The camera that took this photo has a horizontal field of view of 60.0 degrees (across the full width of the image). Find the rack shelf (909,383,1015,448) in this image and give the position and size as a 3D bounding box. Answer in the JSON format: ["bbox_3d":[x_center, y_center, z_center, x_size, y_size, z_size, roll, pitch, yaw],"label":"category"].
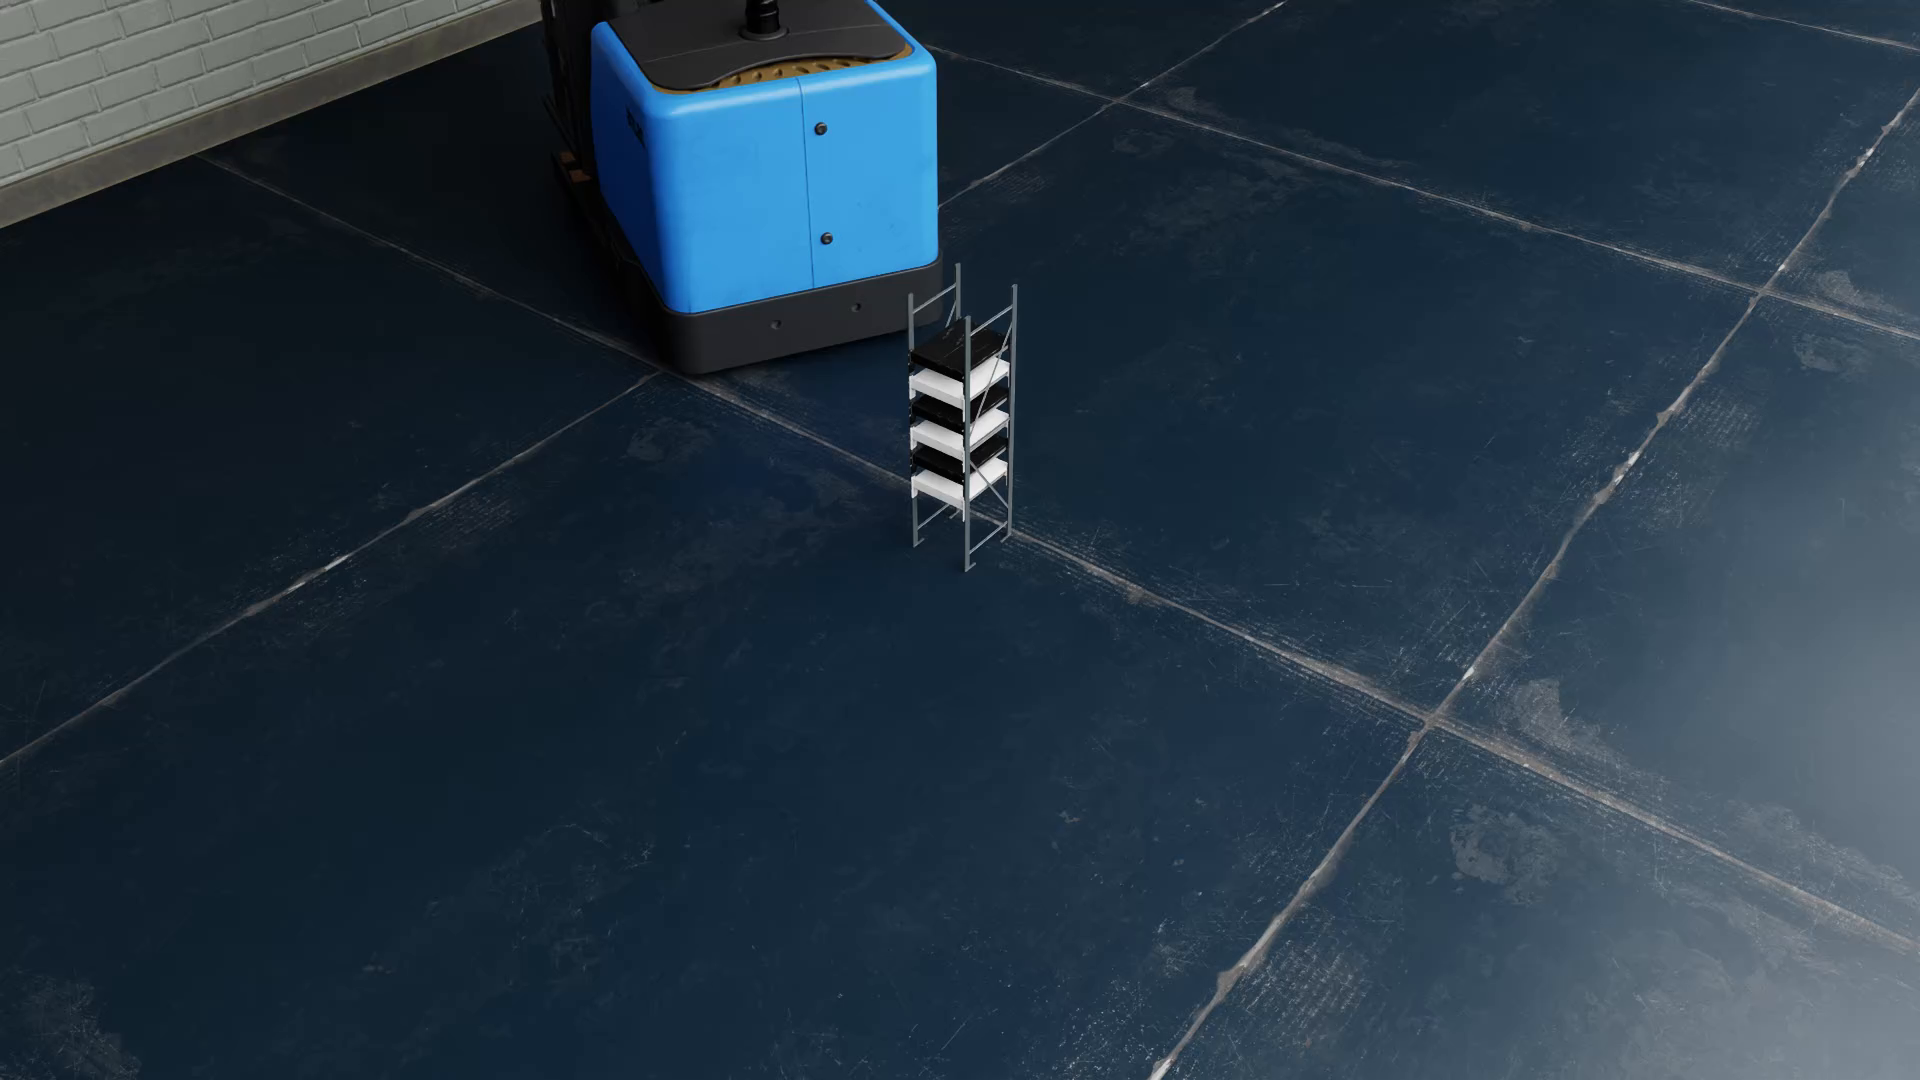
[{"bbox_3d":[0.006,-0.396,4.934,0.200,0.077,0.258,25,45,29],"label":"rack shelf"}]

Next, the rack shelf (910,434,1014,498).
[{"bbox_3d":[0.006,-0.254,5.045,0.200,0.077,0.258,25,45,29],"label":"rack shelf"}]

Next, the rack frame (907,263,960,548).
[{"bbox_3d":[-0.074,-0.389,5.017,0.006,0.900,0.240,25,45,29],"label":"rack frame"}]

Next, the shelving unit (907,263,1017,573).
[{"bbox_3d":[0.006,-0.351,4.969,0.210,0.900,0.258,25,45,29],"label":"shelving unit"}]

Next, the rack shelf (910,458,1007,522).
[{"bbox_3d":[0.006,-0.183,5.100,0.200,0.077,0.258,25,45,29],"label":"rack shelf"}]

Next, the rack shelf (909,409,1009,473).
[{"bbox_3d":[0.006,-0.325,4.989,0.200,0.077,0.258,25,45,29],"label":"rack shelf"}]

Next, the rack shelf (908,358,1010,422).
[{"bbox_3d":[0.006,-0.467,4.878,0.200,0.077,0.258,25,45,29],"label":"rack shelf"}]

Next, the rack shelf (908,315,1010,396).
[{"bbox_3d":[0.006,-0.538,4.823,0.200,0.077,0.258,25,45,29],"label":"rack shelf"}]

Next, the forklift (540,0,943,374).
[{"bbox_3d":[-1.109,-2.647,6.254,1.130,2.935,3.031,-15,40,-18],"label":"forklift"}]

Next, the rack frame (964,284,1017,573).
[{"bbox_3d":[0.087,-0.313,4.920,0.006,0.900,0.240,25,45,29],"label":"rack frame"}]
